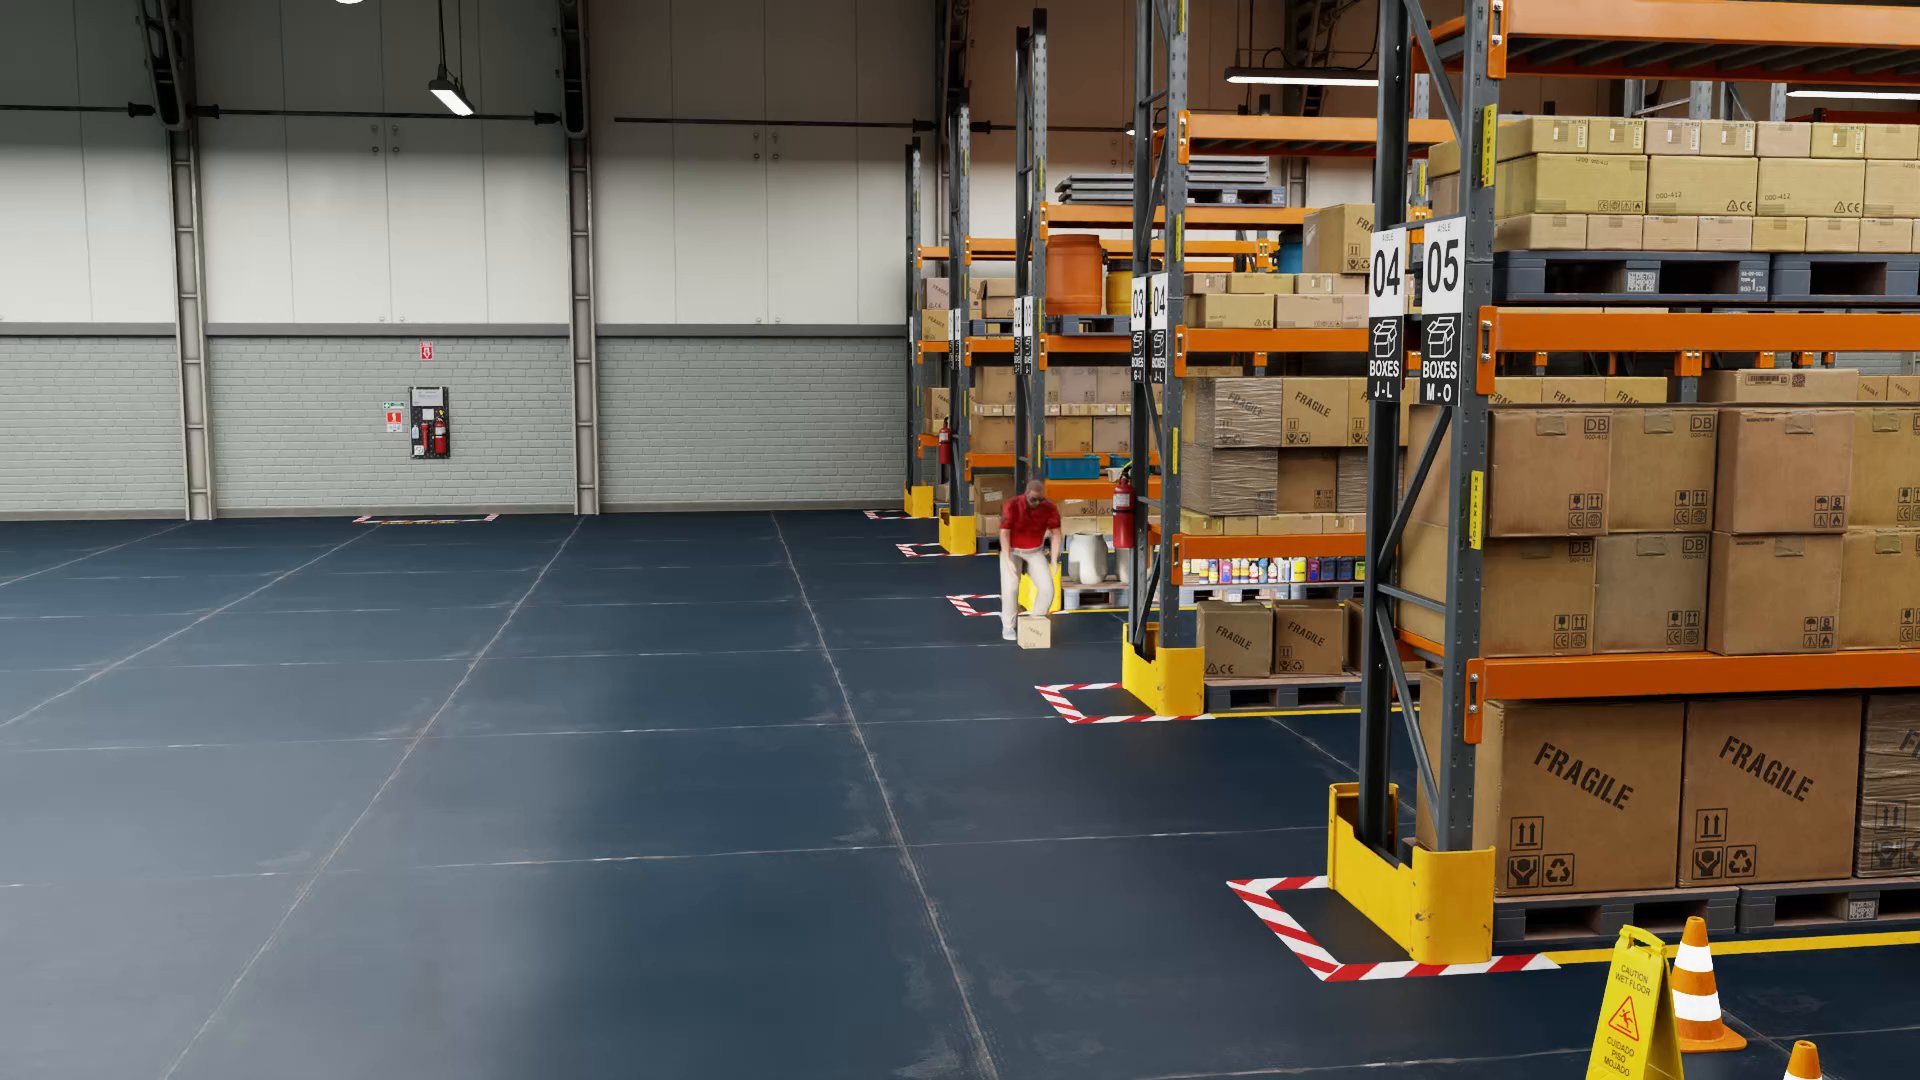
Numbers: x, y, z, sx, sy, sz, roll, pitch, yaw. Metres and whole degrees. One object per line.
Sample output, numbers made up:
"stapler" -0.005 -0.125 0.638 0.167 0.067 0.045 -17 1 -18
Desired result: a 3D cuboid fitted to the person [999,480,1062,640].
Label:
"person" 0.642 0.169 15.383 0.587 1.494 0.644 -1 7 -8
